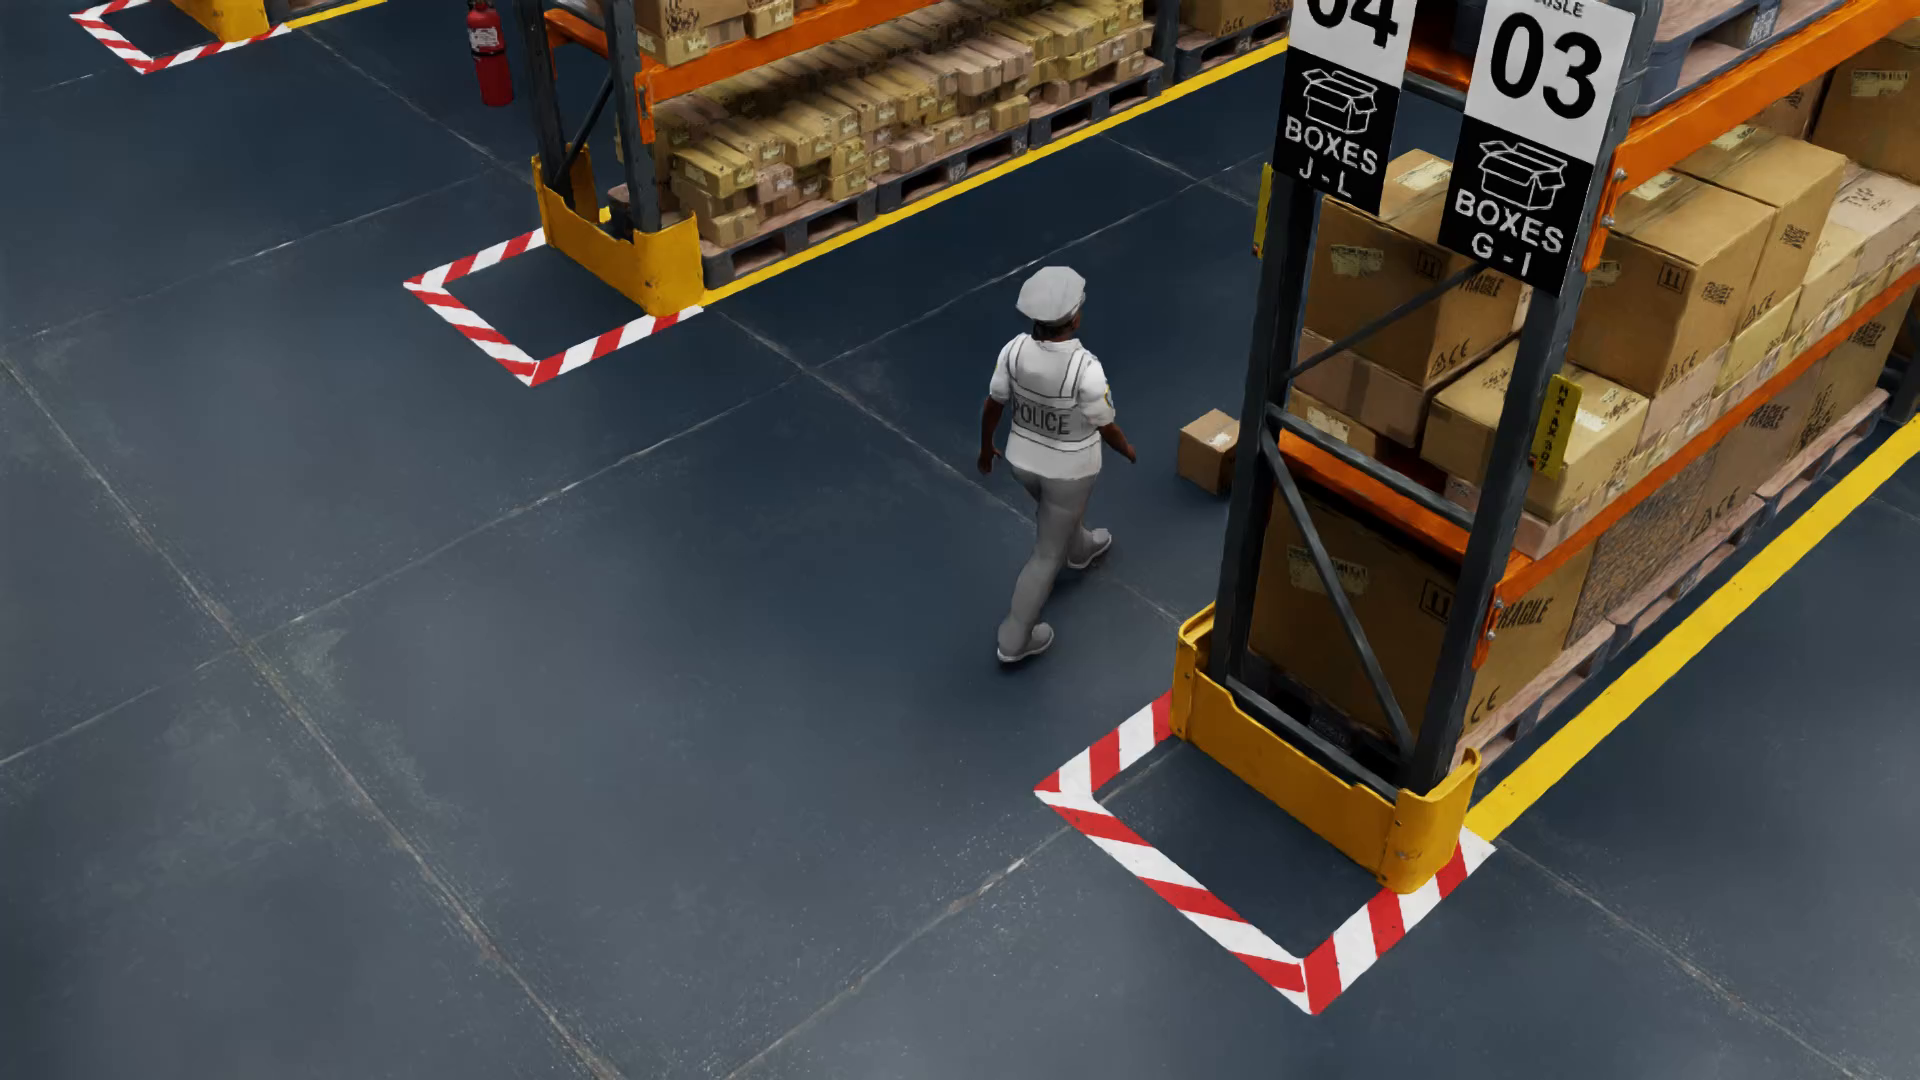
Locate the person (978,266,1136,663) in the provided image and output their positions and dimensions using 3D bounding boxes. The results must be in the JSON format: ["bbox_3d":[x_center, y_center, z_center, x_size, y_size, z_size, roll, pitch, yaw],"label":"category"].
[{"bbox_3d":[0.400,-0.377,6.597,0.576,1.643,0.945,26,46,27],"label":"person"}]
